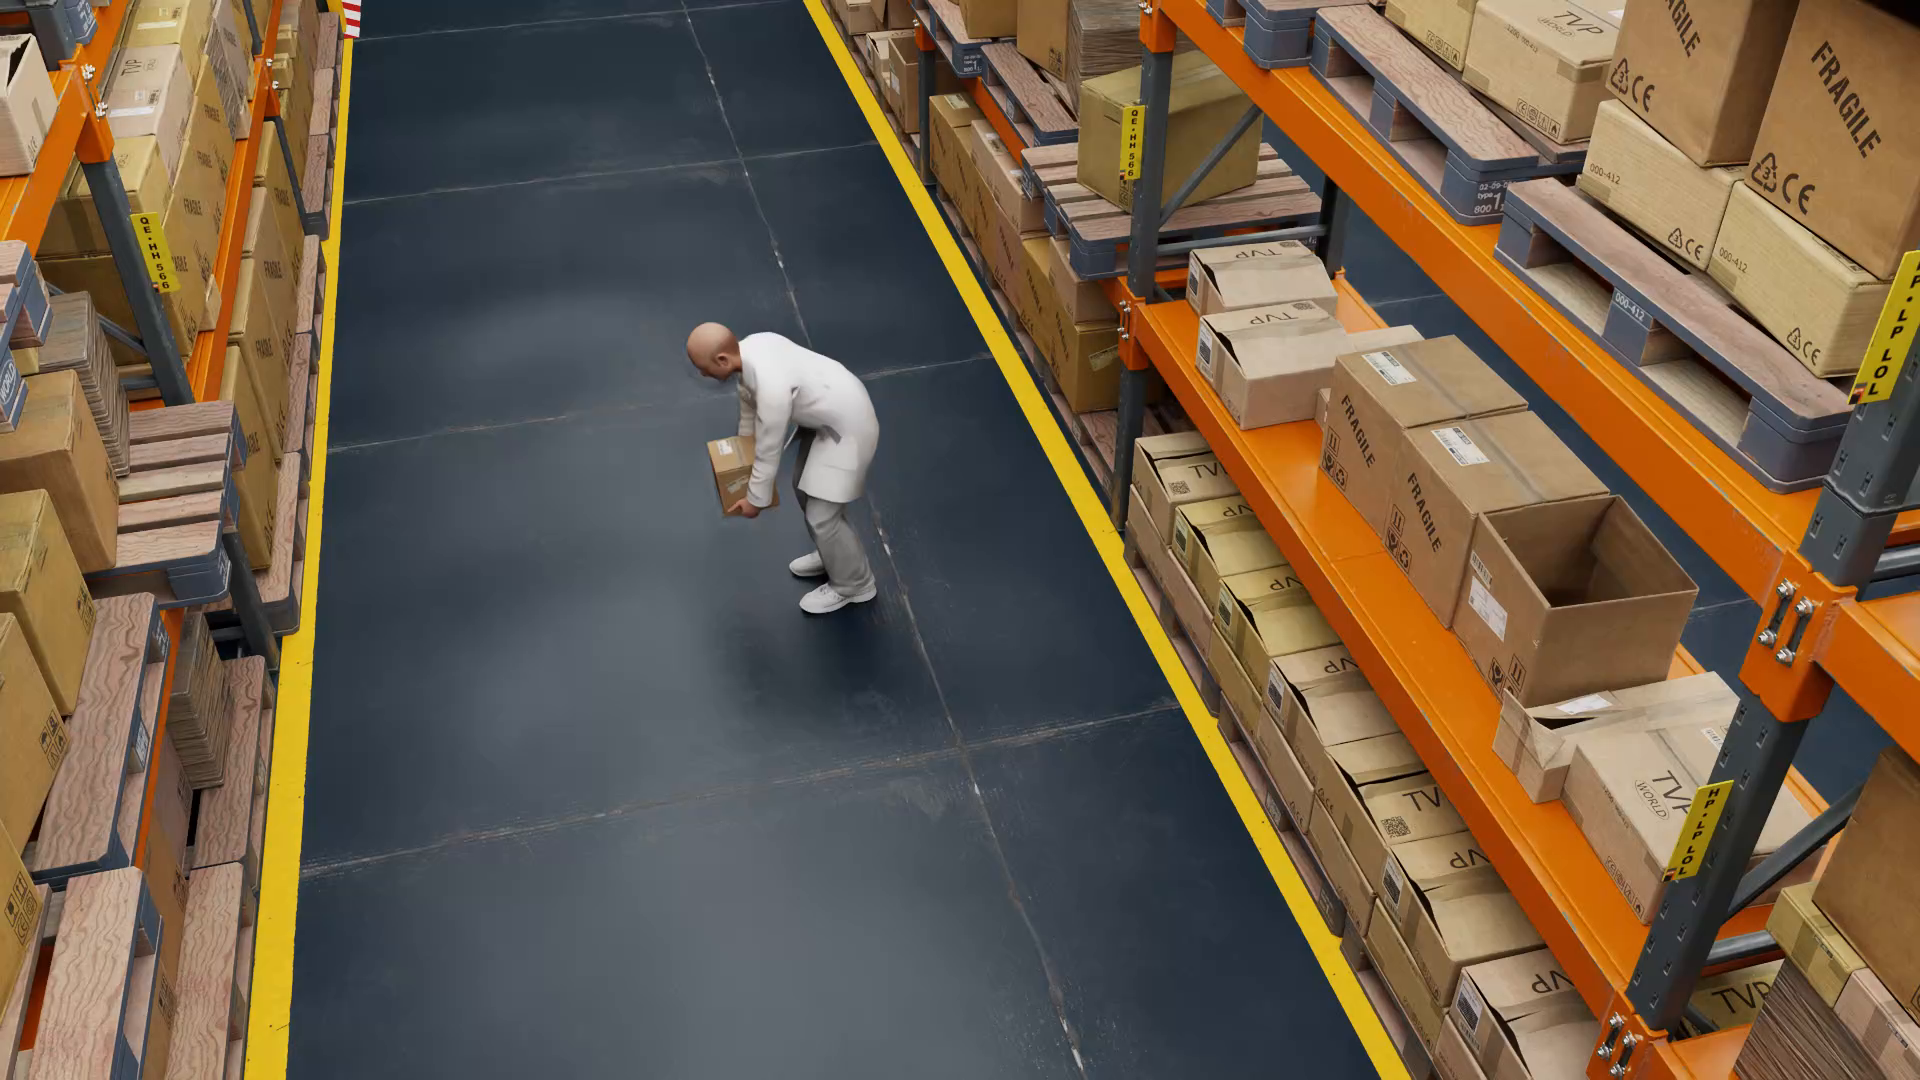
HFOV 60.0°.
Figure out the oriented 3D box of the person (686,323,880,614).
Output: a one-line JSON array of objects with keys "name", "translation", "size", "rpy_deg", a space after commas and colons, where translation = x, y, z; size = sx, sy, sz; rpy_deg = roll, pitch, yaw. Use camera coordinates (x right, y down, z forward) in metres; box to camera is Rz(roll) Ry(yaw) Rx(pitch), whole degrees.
[{"name": "person", "translation": [-0.758, -0.354, 7.414], "size": [0.805, 1.504, 0.555], "rpy_deg": [-10, 39, -13]}]
